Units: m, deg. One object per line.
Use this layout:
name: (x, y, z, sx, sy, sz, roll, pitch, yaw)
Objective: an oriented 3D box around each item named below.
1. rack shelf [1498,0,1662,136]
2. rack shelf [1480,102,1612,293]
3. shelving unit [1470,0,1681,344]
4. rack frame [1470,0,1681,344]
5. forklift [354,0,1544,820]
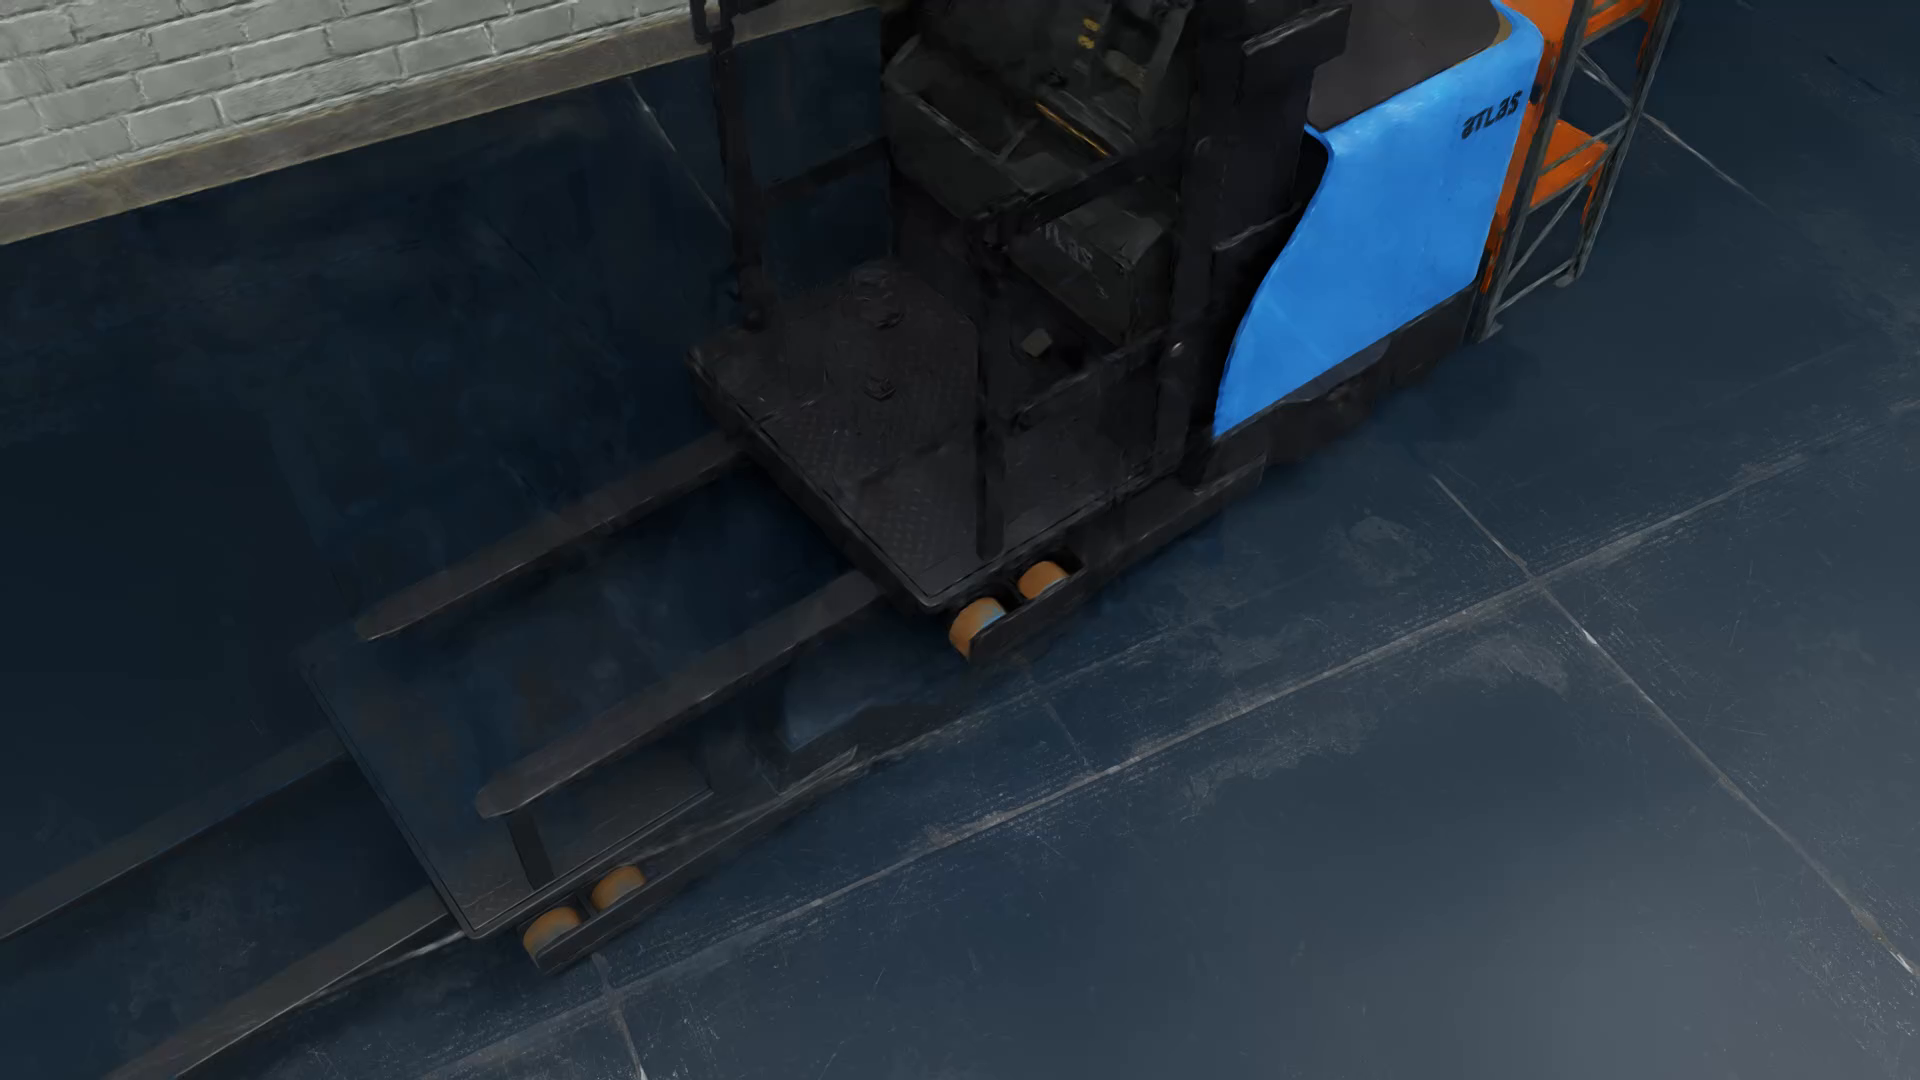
rack shelf: (0.302, -0.769, 4.786, 0.538, 0.278, 1.000, -32, 56, -25)
rack shelf: (0.302, -0.415, 5.190, 0.538, 0.278, 1.000, -32, 56, -25)
shelving unit: (0.302, -0.576, 5.006, 0.538, 1.125, 1.048, -32, 56, -25)
rack frame: (0.626, -0.281, 4.748, 0.500, 1.125, 0.032, -32, 56, -25)
forklift: (-1.105, -0.322, 3.584, 3.031, 2.935, 1.130, -30, 55, -24)
